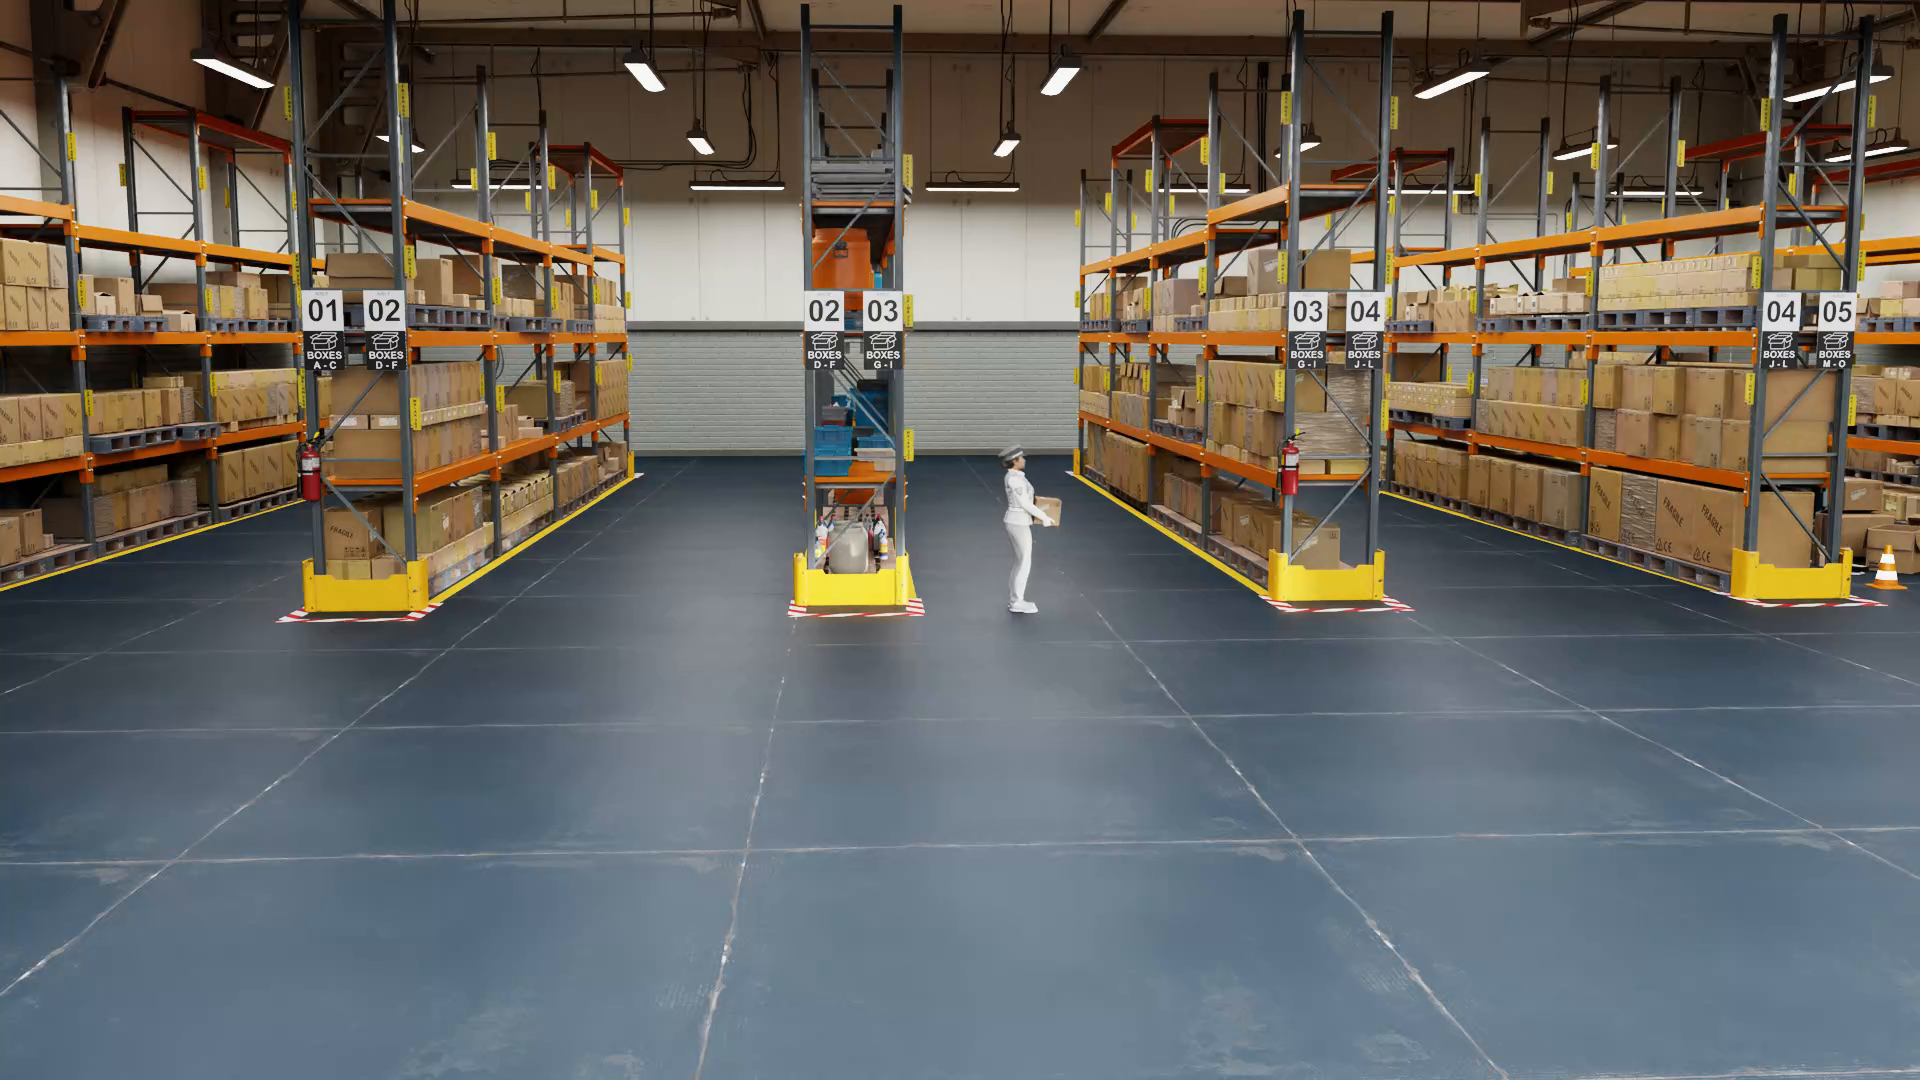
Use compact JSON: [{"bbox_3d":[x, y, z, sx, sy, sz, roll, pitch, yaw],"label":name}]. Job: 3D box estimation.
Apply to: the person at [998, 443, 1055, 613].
[{"bbox_3d":[0.662,-0.128,16.691,0.557,1.686,0.460,0,7,-3],"label":"person"}]
